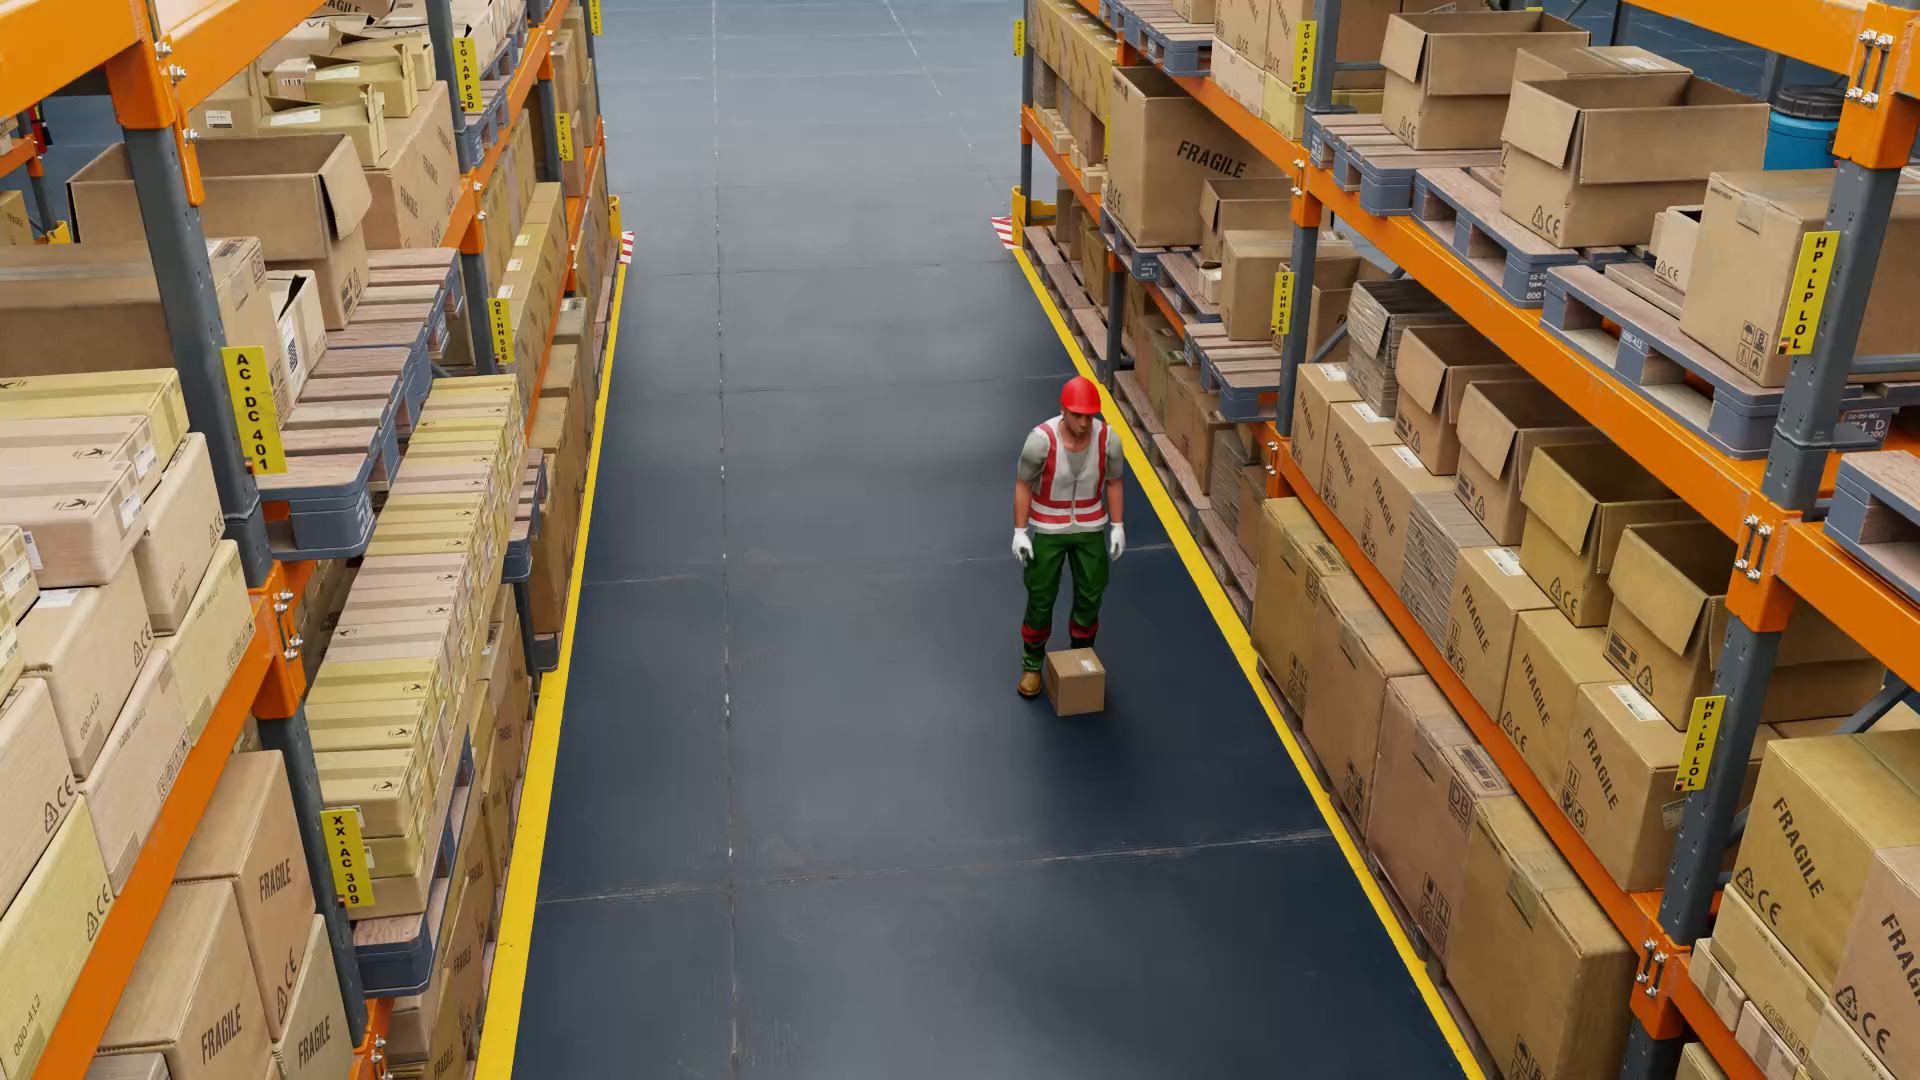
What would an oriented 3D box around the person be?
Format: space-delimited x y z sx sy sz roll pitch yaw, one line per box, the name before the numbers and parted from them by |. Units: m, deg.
person | 0.568 -0.030 8.659 0.607 1.779 0.451 -4 27 -8
